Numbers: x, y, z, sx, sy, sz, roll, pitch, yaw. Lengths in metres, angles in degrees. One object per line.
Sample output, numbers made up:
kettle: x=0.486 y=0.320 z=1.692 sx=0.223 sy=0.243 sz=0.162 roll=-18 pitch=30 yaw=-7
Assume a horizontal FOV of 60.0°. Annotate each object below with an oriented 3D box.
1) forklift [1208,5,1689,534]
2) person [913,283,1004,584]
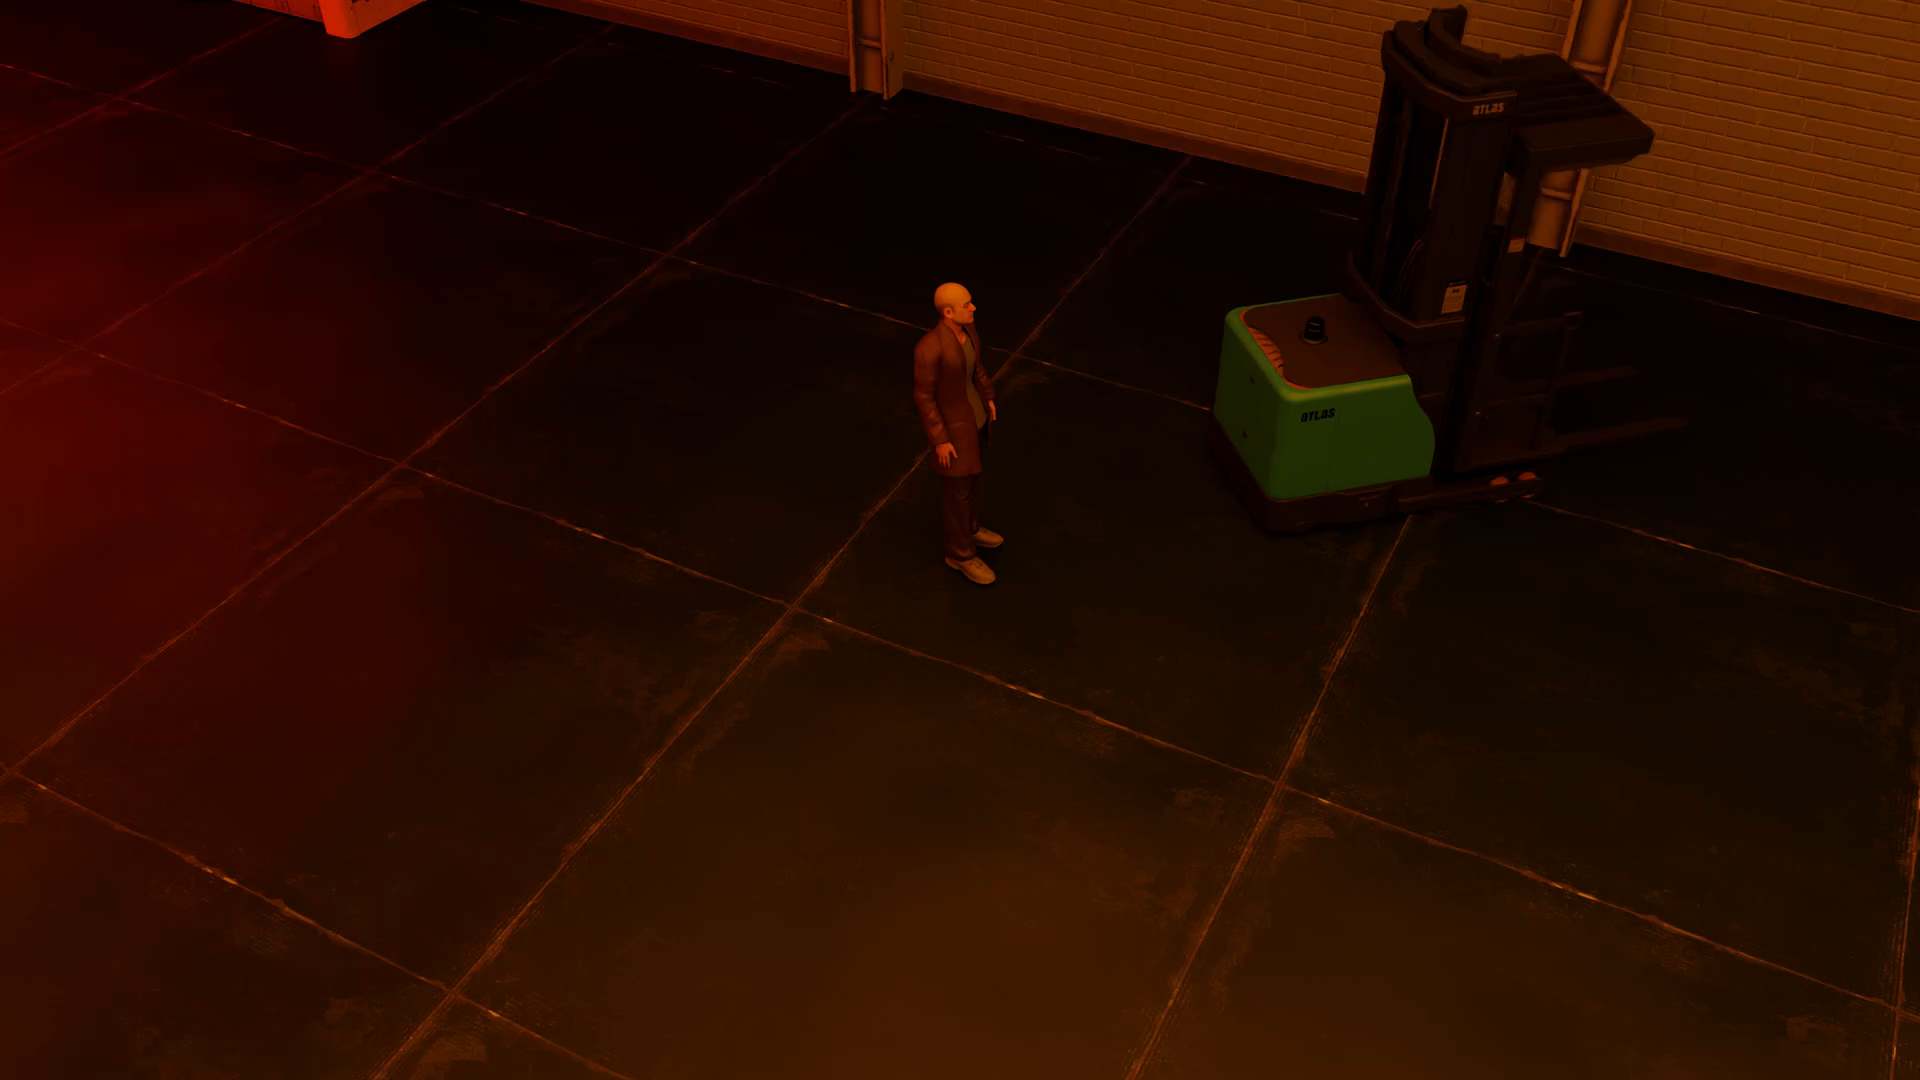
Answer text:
forklift: x=3.202 y=-1.676 z=9.976 sx=3.031 sy=2.935 sz=1.130 roll=-10 pitch=41 yaw=-11
person: x=0.078 y=-0.655 z=9.649 sx=0.582 sy=1.775 sz=0.694 roll=18 pitch=43 yaw=21
